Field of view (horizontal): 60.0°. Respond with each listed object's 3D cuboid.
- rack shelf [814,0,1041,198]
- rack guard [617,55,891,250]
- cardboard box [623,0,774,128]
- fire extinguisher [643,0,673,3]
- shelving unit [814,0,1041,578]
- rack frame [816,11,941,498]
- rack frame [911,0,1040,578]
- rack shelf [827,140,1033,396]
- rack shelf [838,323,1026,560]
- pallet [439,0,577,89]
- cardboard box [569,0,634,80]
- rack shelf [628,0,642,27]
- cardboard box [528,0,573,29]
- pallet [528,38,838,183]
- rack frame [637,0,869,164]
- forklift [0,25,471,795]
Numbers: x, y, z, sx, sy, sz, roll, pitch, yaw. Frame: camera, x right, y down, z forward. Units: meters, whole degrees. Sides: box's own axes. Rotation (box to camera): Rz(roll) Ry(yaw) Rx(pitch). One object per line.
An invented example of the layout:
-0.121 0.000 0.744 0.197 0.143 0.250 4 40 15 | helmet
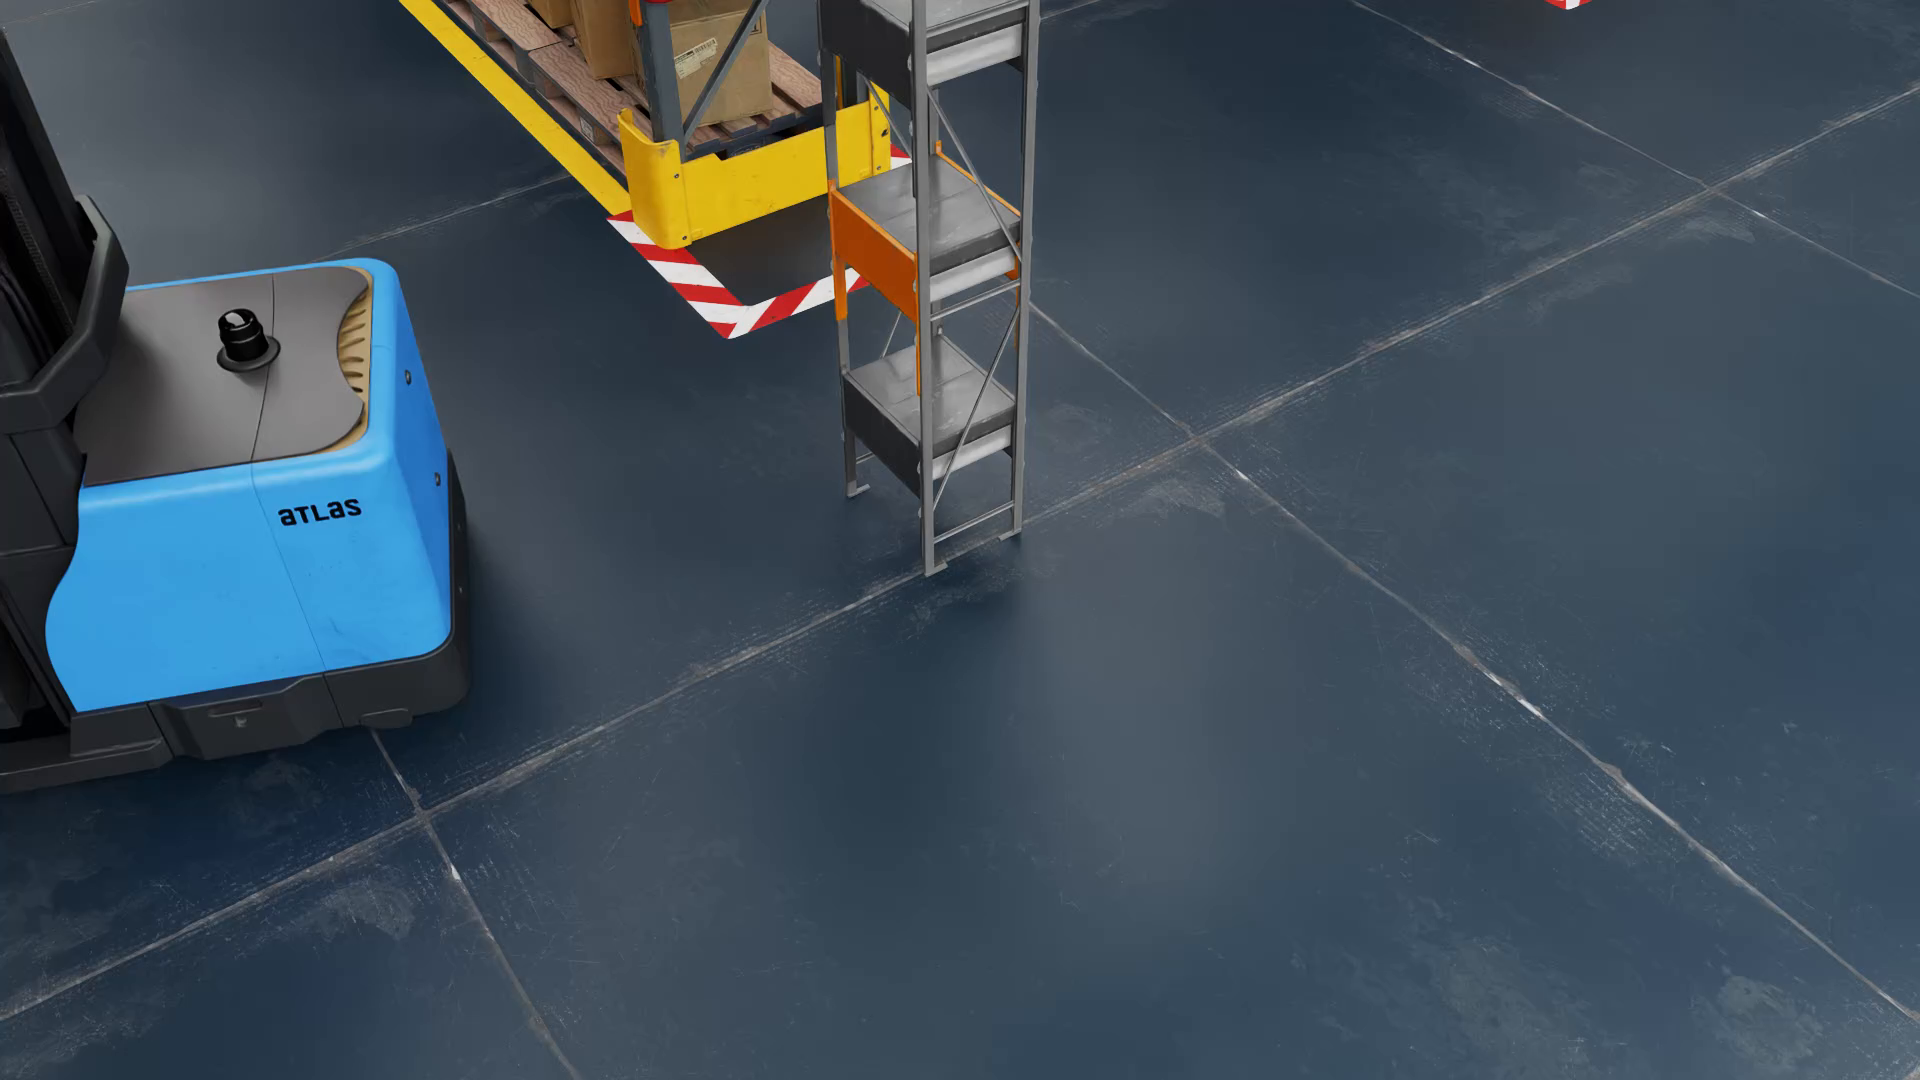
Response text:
-0.095 -1.350 4.649 0.431 0.518 0.480 -26 49 -24 | rack shelf
-0.863 -1.719 7.189 1.175 0.500 0.348 -26 49 -24 | rack guard
-1.163 -2.189 7.376 0.500 0.500 0.500 -17 46 -17 | cardboard box
-1.132 -2.306 6.049 0.296 0.674 0.183 -26 49 -24 | fire extinguisher
-0.095 -0.853 5.123 0.431 2.100 0.503 -26 49 -24 | shelving unit
-0.234 -0.991 5.268 0.400 2.100 0.015 -26 49 -24 | rack frame
0.045 -0.715 4.978 0.400 2.100 0.015 -26 49 -24 | rack frame
-0.095 -0.843 5.133 0.431 0.518 0.480 -26 49 -24 | rack shelf
-0.095 -0.337 5.616 0.431 0.518 0.480 -26 49 -24 | rack shelf
-1.993 -2.779 8.509 1.003 0.211 1.213 -26 49 -24 | pallet
-1.533 -2.514 7.717 0.500 0.500 0.500 -14 45 -14 | cardboard box
-1.964 -3.453 7.716 1.077 0.370 4.000 -26 49 -24 | rack shelf
-1.876 -2.876 8.096 0.500 0.500 0.500 -21 48 -21 | cardboard box
-1.299 -2.089 7.785 1.003 0.211 1.213 -26 49 -24 | pallet
-0.820 -2.581 6.281 1.000 3.000 0.127 -26 49 -24 | rack frame
-3.096 -0.611 4.267 3.031 2.935 1.130 -9 44 -10 | forklift
